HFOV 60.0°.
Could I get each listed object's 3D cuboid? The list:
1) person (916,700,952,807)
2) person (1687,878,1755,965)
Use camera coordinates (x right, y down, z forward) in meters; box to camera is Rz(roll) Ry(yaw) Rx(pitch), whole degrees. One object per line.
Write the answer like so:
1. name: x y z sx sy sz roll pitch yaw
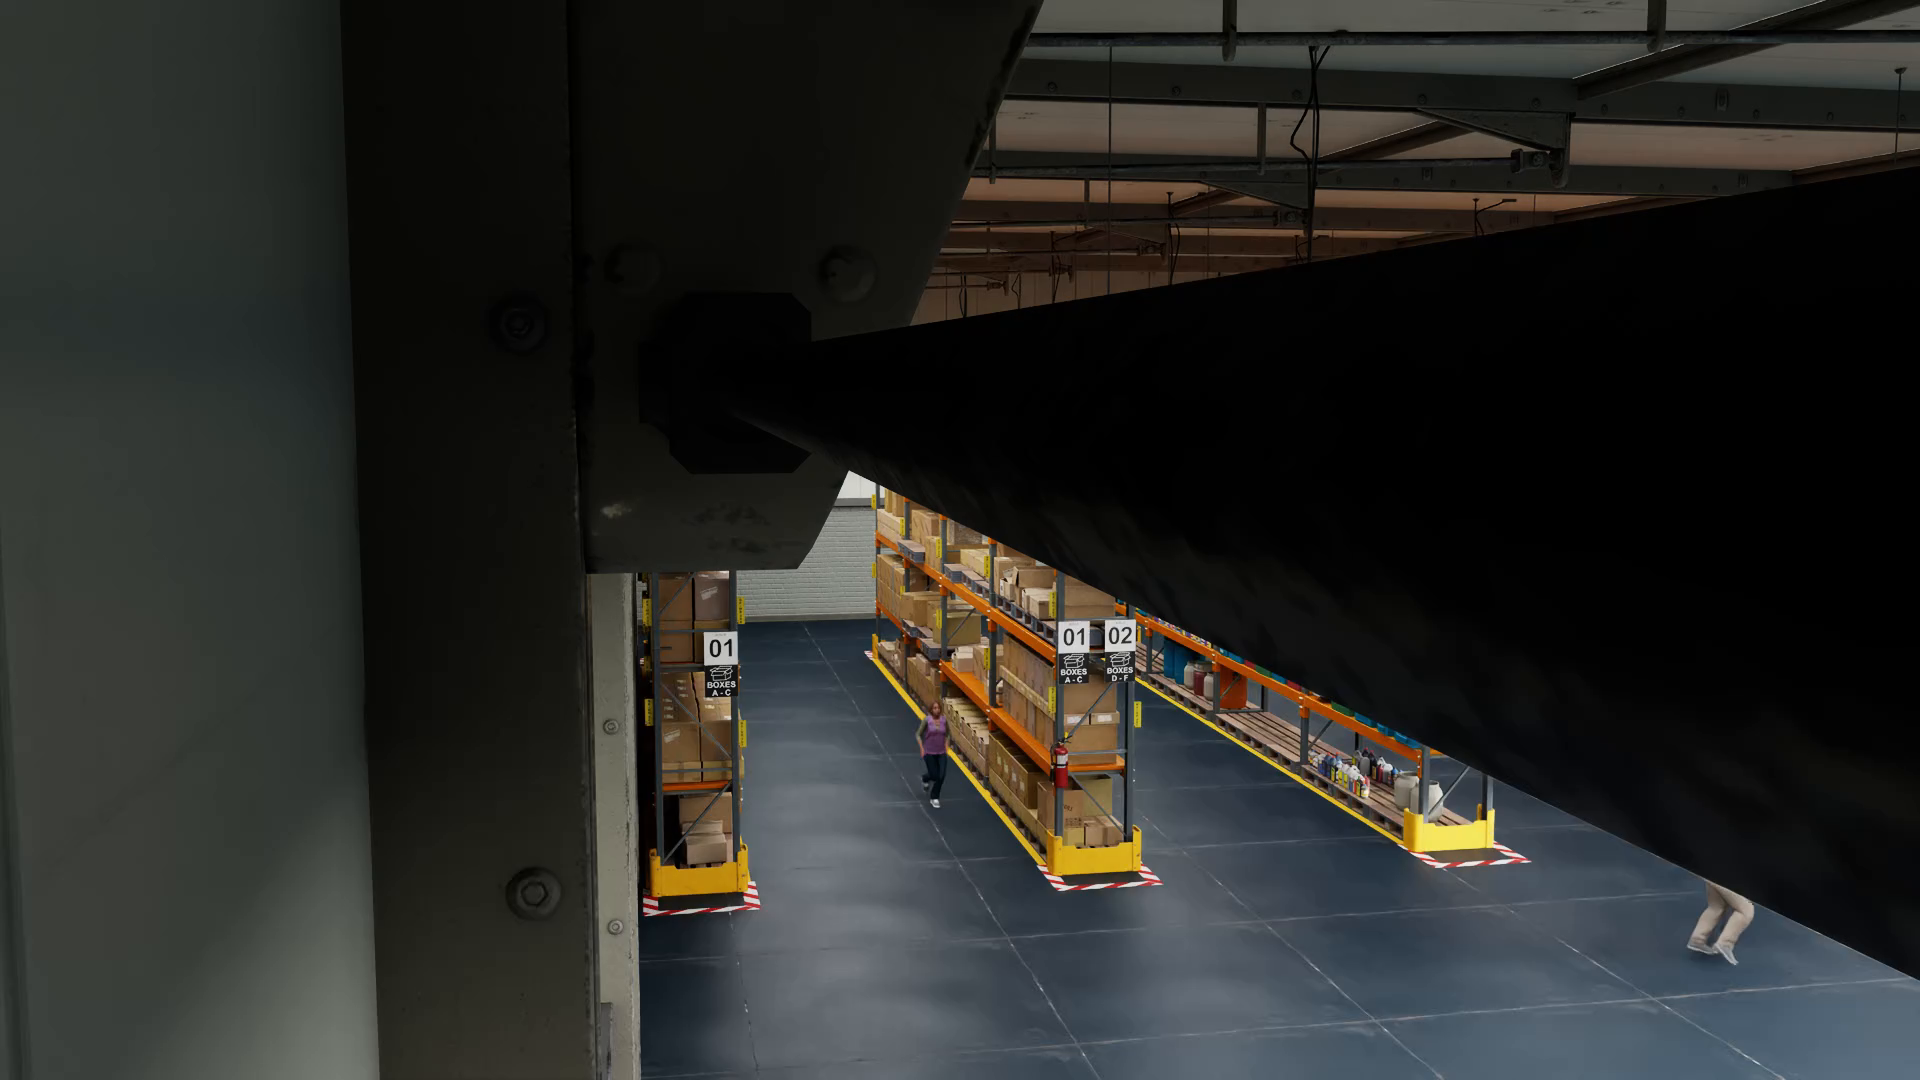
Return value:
1. person: -0.364 3.093 24.148 0.531 1.559 0.549 -2 6 -18
2. person: 8.218 3.670 17.824 0.716 1.776 0.642 1 6 11
